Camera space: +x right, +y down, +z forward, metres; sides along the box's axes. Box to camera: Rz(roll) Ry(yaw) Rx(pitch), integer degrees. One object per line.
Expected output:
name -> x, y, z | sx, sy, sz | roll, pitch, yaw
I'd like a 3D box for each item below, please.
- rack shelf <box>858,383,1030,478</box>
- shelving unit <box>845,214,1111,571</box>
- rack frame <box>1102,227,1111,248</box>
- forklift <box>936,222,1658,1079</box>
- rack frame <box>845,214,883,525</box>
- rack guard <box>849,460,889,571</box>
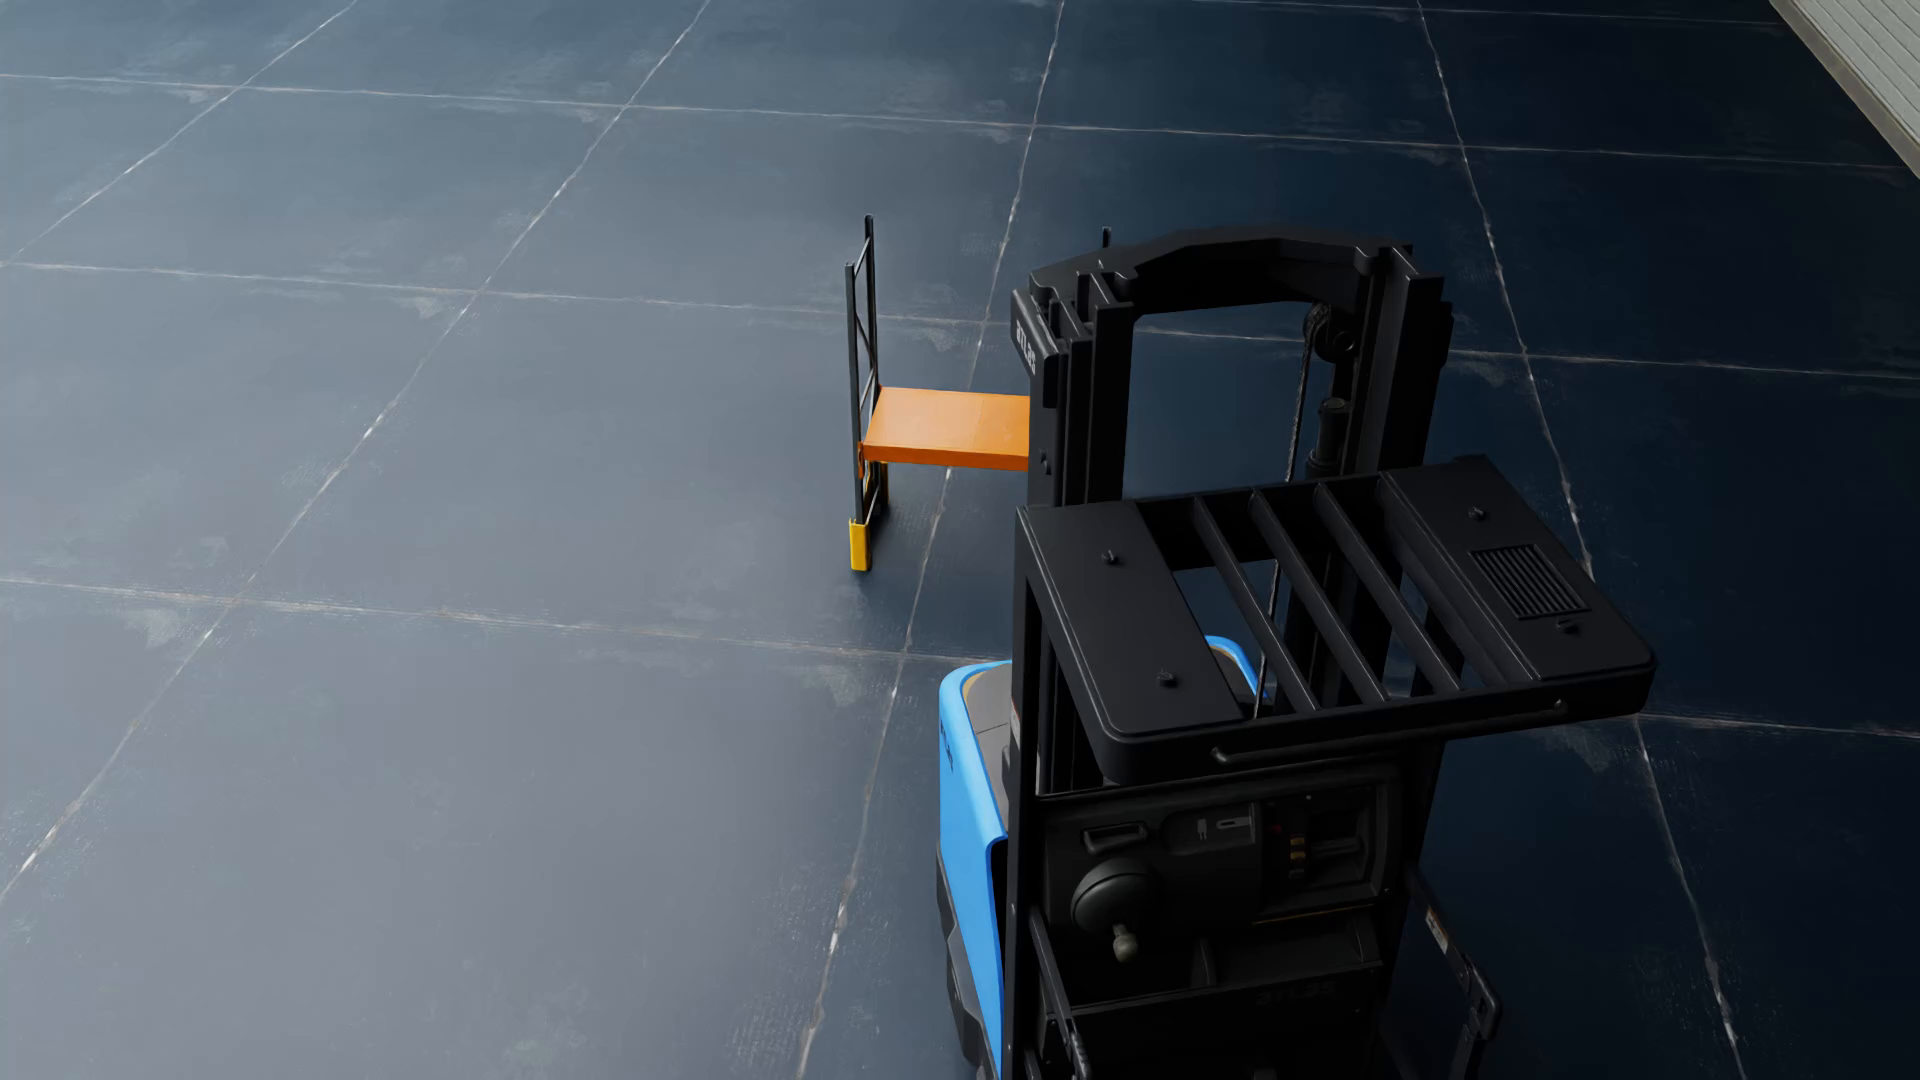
rack shelf -> 0.085, -0.458, 7.410 | 1.000, 0.185, 0.538 | 4, 36, 6
shelving unit -> 0.076, -0.605, 7.306 | 1.083, 1.500, 0.587 | 4, 36, 6
rack frame -> 0.589, -0.567, 7.253 | 0.032, 1.500, 0.500 | 4, 36, 6
forklift -> 0.710, 0.875, 4.000 | 1.130, 2.935, 3.031 | -7, 36, -9
rack frame -> -0.420, -0.642, 7.358 | 0.032, 1.500, 0.500 | 4, 36, 6
rack guard -> -0.418, -0.133, 7.721 | 0.087, 0.250, 0.587 | 4, 36, 6
